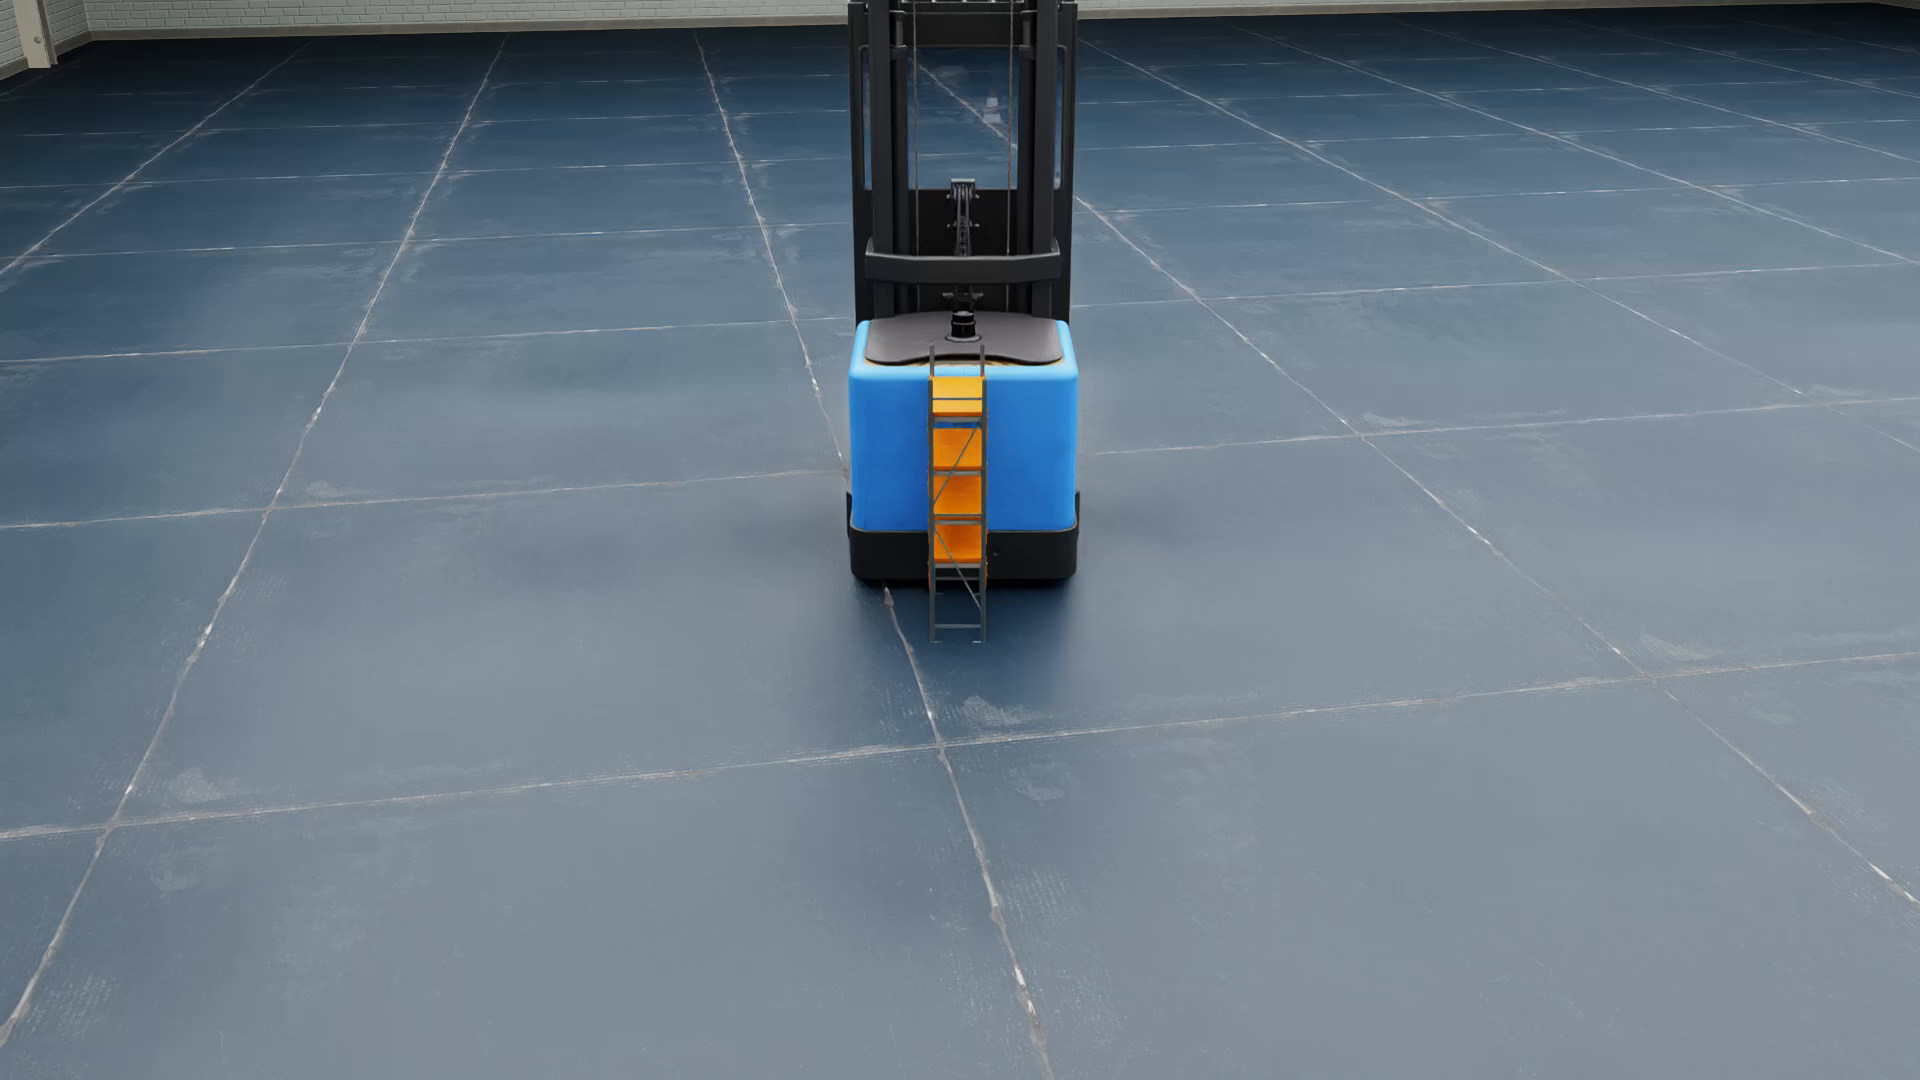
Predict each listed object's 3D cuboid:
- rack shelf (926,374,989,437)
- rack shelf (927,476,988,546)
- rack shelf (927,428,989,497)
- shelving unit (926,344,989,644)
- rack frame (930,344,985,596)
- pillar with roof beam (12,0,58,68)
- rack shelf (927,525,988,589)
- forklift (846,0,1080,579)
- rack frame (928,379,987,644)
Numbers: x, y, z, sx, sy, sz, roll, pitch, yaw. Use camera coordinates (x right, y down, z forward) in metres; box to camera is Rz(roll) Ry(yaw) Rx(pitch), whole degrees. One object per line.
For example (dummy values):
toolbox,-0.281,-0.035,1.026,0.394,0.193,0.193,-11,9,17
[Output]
rack shelf,-0.011,-0.559,7.049,0.258,0.148,0.480,0,24,0
rack shelf,-0.011,-0.137,7.233,0.258,0.148,0.480,0,24,0
rack shelf,-0.011,-0.342,7.144,0.258,0.148,0.480,0,24,0
shelving unit,-0.011,-0.199,7.206,0.258,1.200,0.503,0,24,0
rack frame,-0.012,-0.297,7.430,0.240,1.200,0.015,0,24,0
pillar with roof beam,-8.881,-11.216,22.687,9.100,9.000,0.400,-4,24,-10
rack shelf,-0.011,0.045,7.313,0.258,0.148,0.480,0,24,0
forklift,0.011,-1.702,8.486,1.130,2.935,3.031,0,24,0
rack frame,-0.010,-0.101,6.983,0.240,1.200,0.015,0,24,0
